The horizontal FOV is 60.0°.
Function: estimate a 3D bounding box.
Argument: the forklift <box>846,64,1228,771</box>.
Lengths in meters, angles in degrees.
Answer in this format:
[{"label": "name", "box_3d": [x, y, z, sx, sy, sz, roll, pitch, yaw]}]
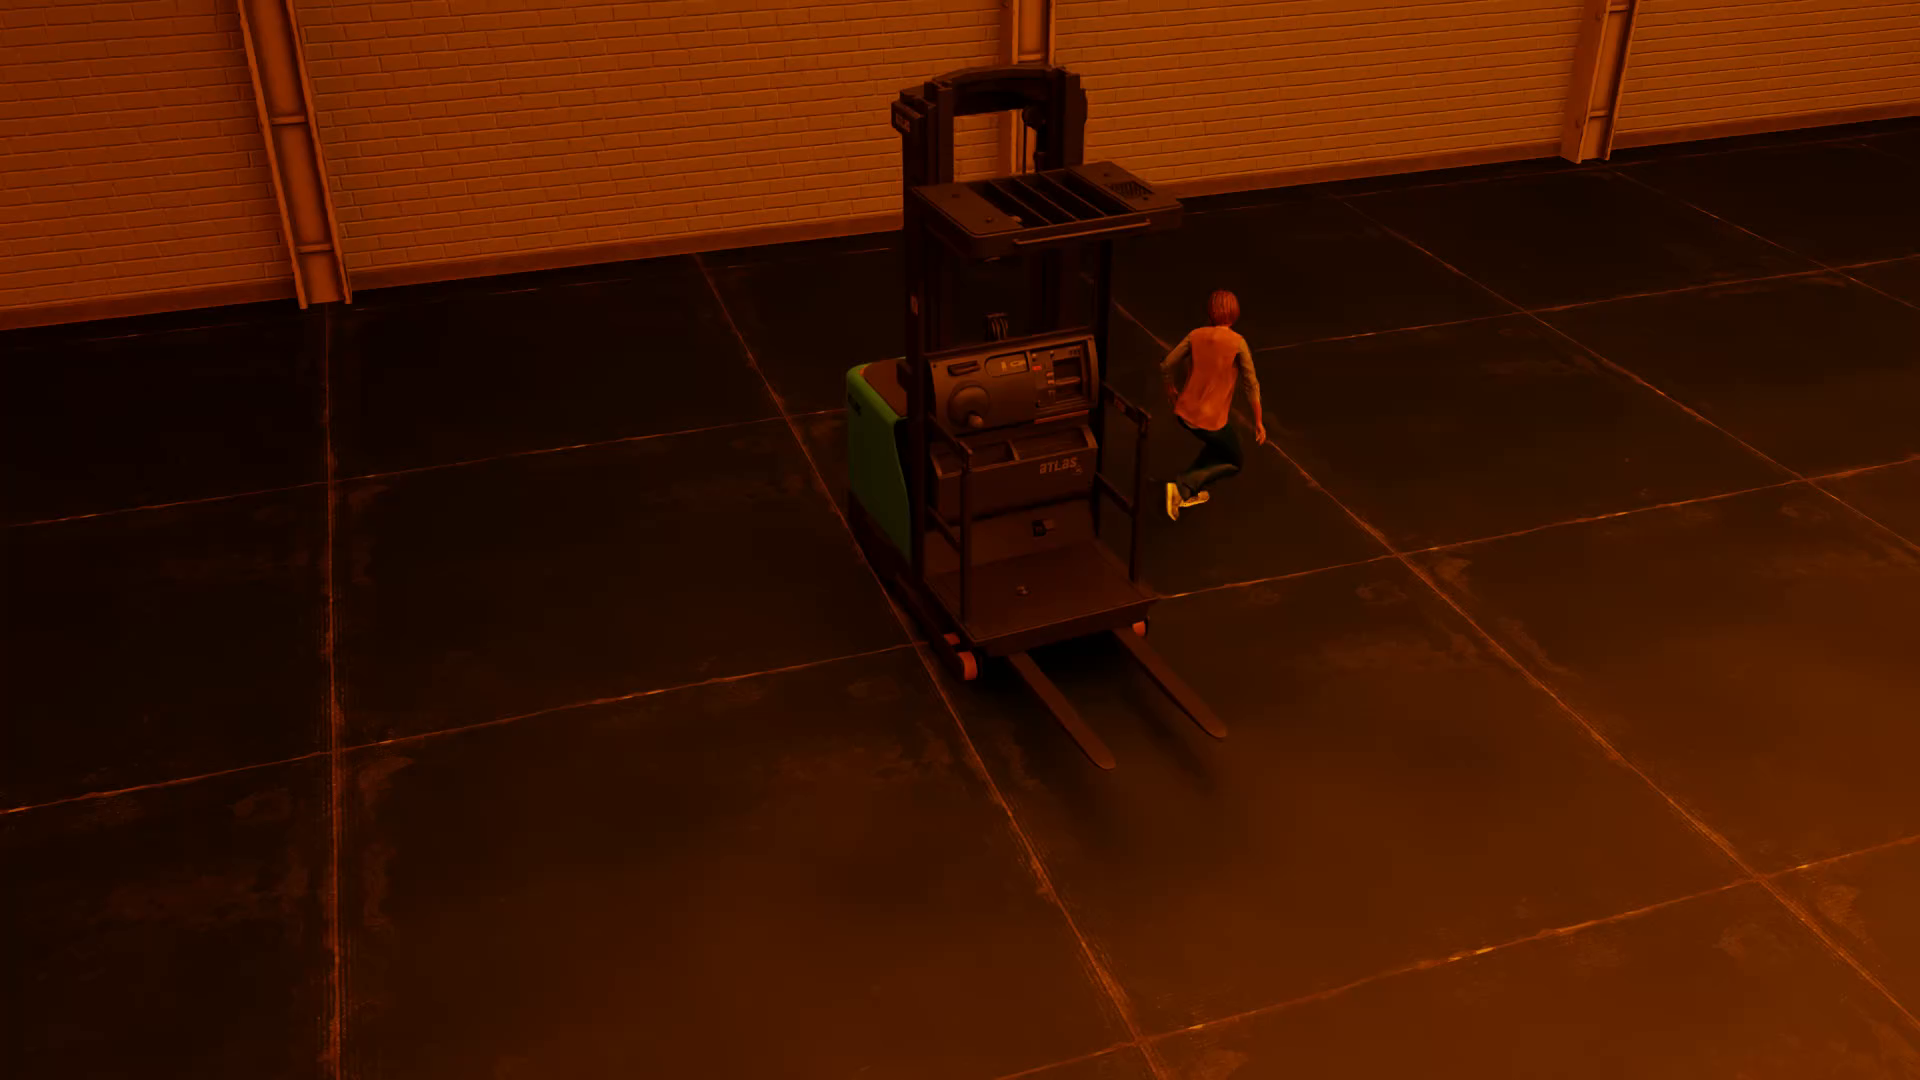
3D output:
[{"label": "forklift", "box_3d": [0.374, -0.768, 8.422, 1.130, 2.935, 3.031, -12, 32, -20]}]

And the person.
[{"label": "person", "box_3d": [1.460, -0.774, 10.007, 0.587, 1.394, 0.692, -21, 36, -32]}]
